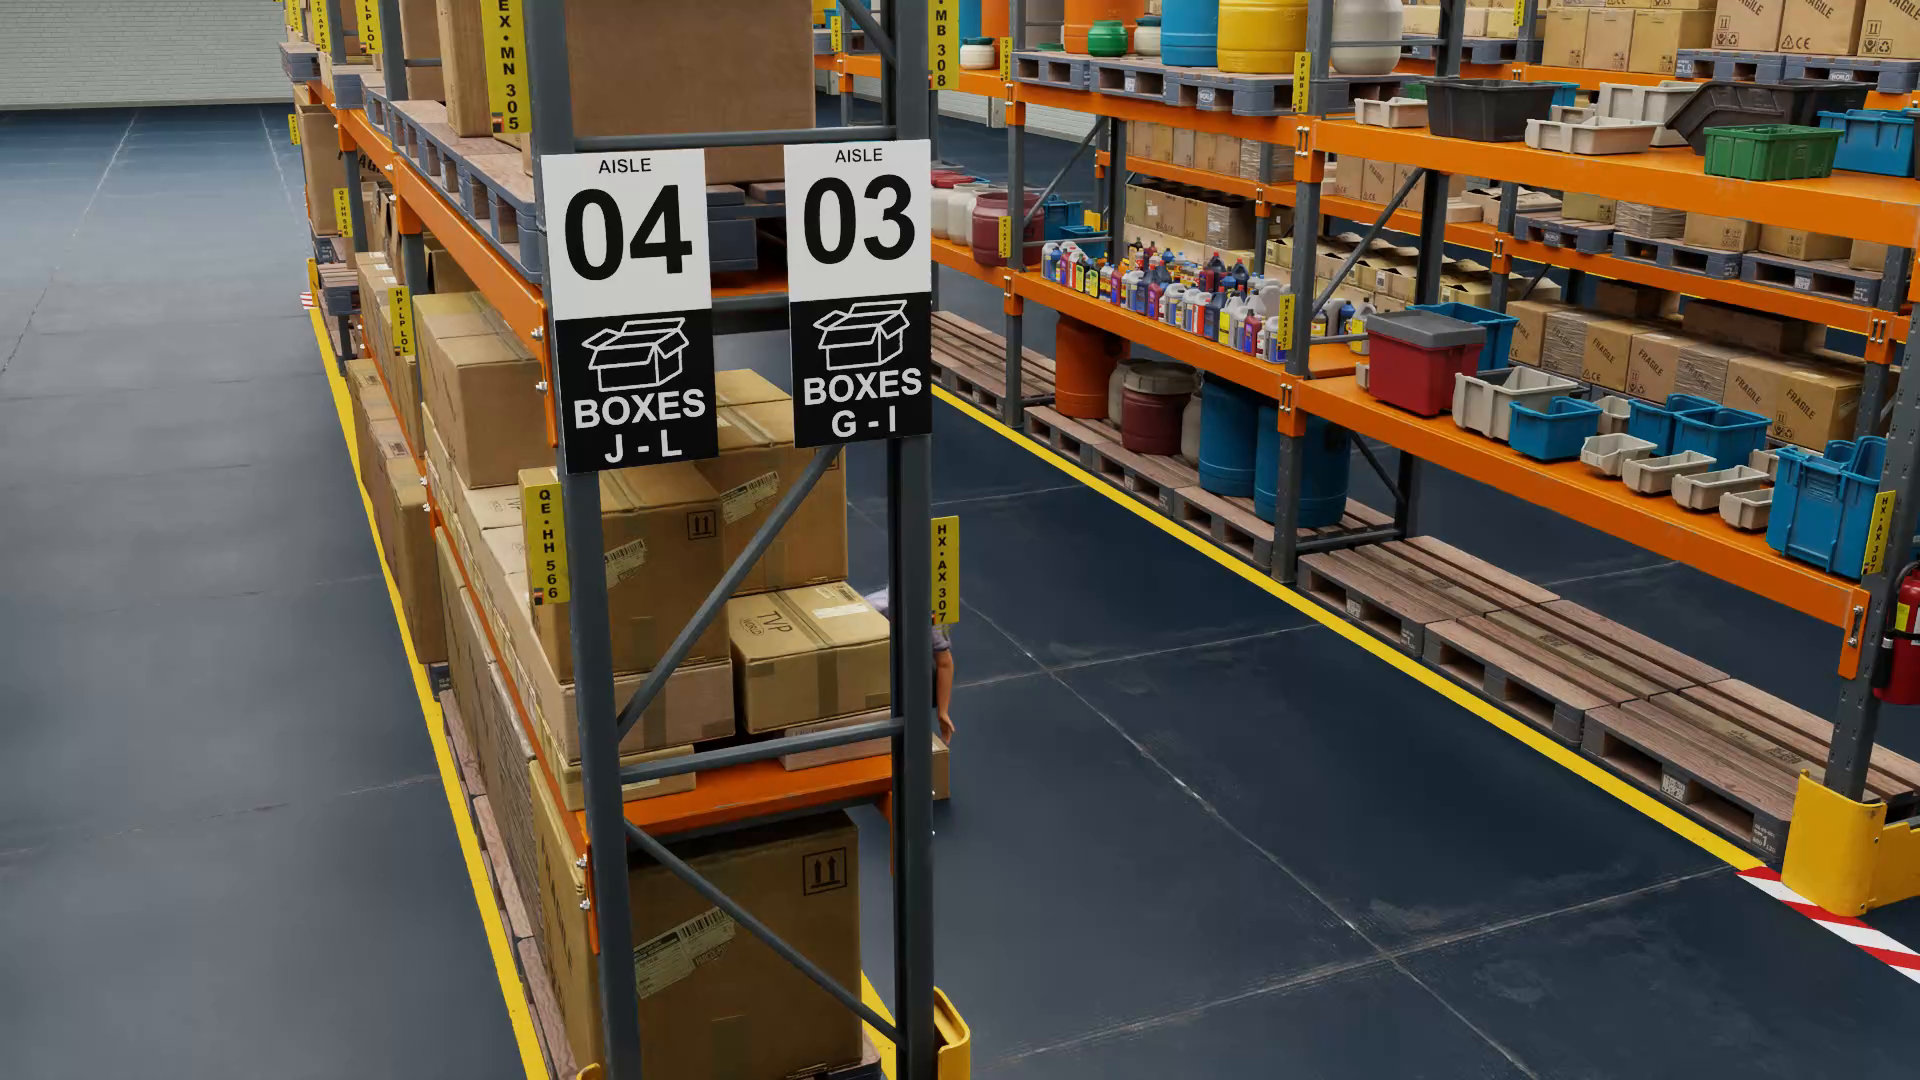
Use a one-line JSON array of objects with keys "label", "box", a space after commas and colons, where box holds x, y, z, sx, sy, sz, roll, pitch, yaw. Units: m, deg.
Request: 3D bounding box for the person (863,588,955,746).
[{"label": "person", "box": [-0.349, 0.590, 7.900, 0.527, 0.985, 0.806, -8, 21, -22]}]
